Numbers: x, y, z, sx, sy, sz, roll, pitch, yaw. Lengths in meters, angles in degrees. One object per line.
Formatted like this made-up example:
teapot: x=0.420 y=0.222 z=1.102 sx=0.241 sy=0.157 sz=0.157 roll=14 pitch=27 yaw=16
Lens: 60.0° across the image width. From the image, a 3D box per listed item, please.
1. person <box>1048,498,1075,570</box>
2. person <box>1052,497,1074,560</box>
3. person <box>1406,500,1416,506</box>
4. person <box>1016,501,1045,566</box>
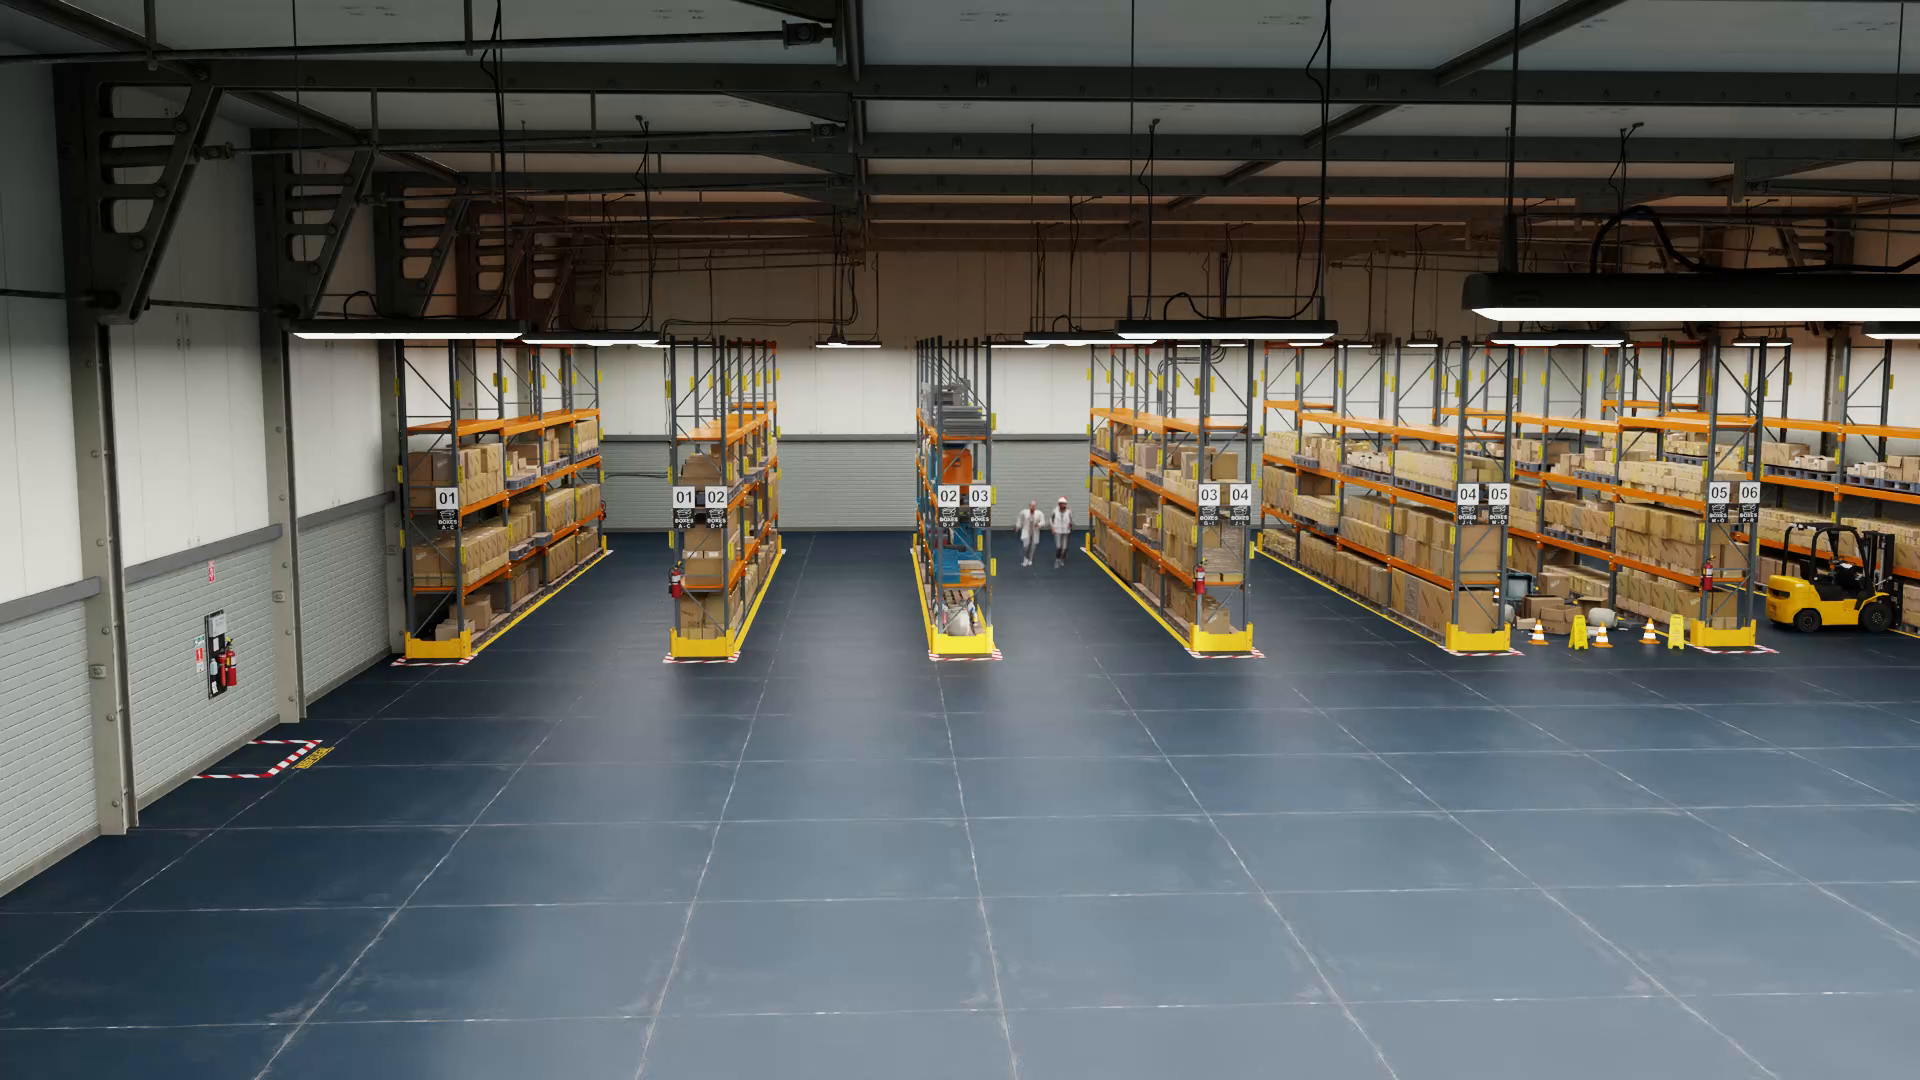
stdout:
person: x=2.583 y=-0.159 z=41.904 sx=0.655 sy=1.824 sz=0.672 roll=0 pitch=7 yaw=-4
person: x=2.810 y=-0.305 z=45.431 sx=0.646 sy=1.744 sz=0.602 roll=0 pitch=7 yaw=-4
person: x=12.204 y=-0.188 z=44.484 sx=0.664 sy=1.740 sz=0.842 roll=-3 pitch=7 yaw=-28
person: x=1.785 y=-0.161 z=42.017 sx=0.717 sy=1.678 sz=0.968 roll=0 pitch=6 yaw=-2
